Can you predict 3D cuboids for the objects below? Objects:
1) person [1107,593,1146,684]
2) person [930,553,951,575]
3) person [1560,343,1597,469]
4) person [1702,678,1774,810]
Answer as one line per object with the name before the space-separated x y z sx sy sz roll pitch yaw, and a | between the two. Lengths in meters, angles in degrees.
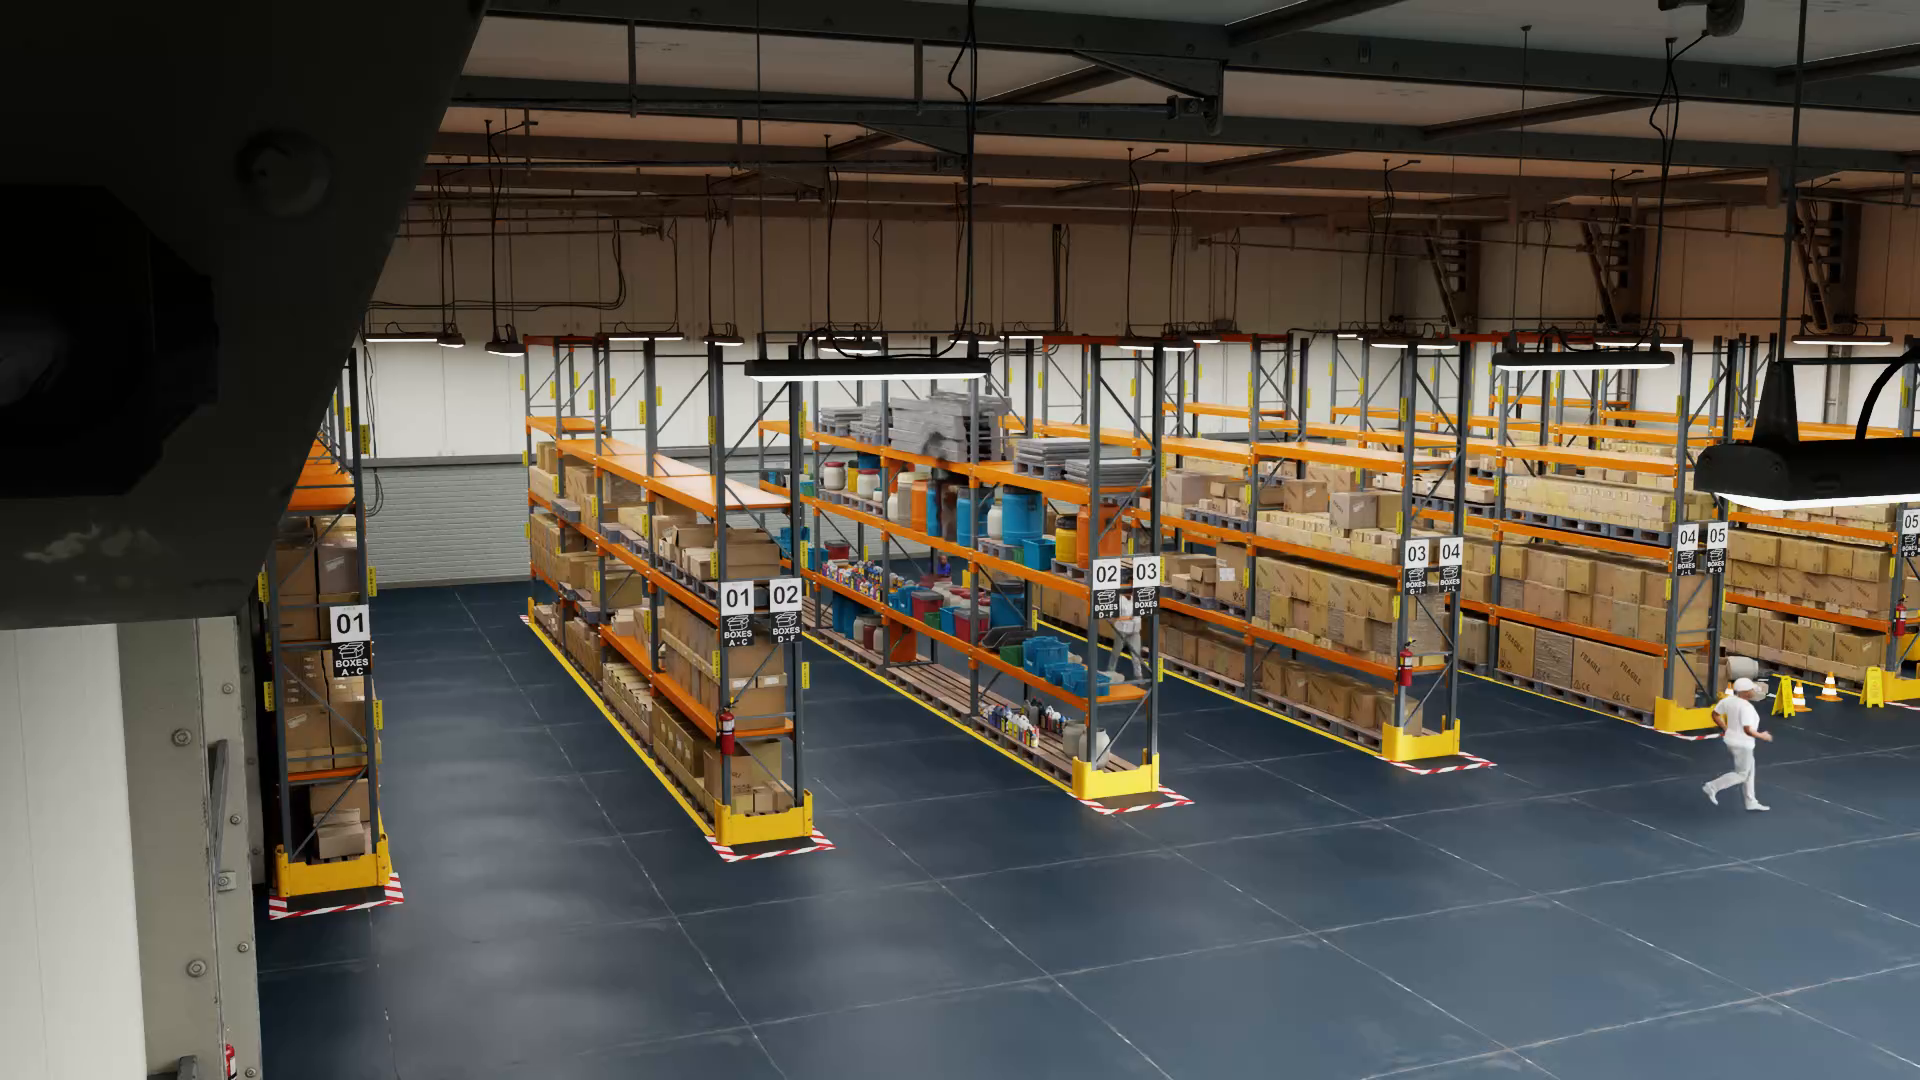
person | 2.813 1.559 27.832 0.607 1.703 0.903 -4 8 -26
person | -0.376 1.048 33.937 0.553 1.588 0.657 -3 8 -22
person | 10.126 -1.544 37.463 4.019 5.825 6.961 -3 8 -22
person | 9.992 2.635 21.375 0.925 1.754 0.680 0 8 -1
